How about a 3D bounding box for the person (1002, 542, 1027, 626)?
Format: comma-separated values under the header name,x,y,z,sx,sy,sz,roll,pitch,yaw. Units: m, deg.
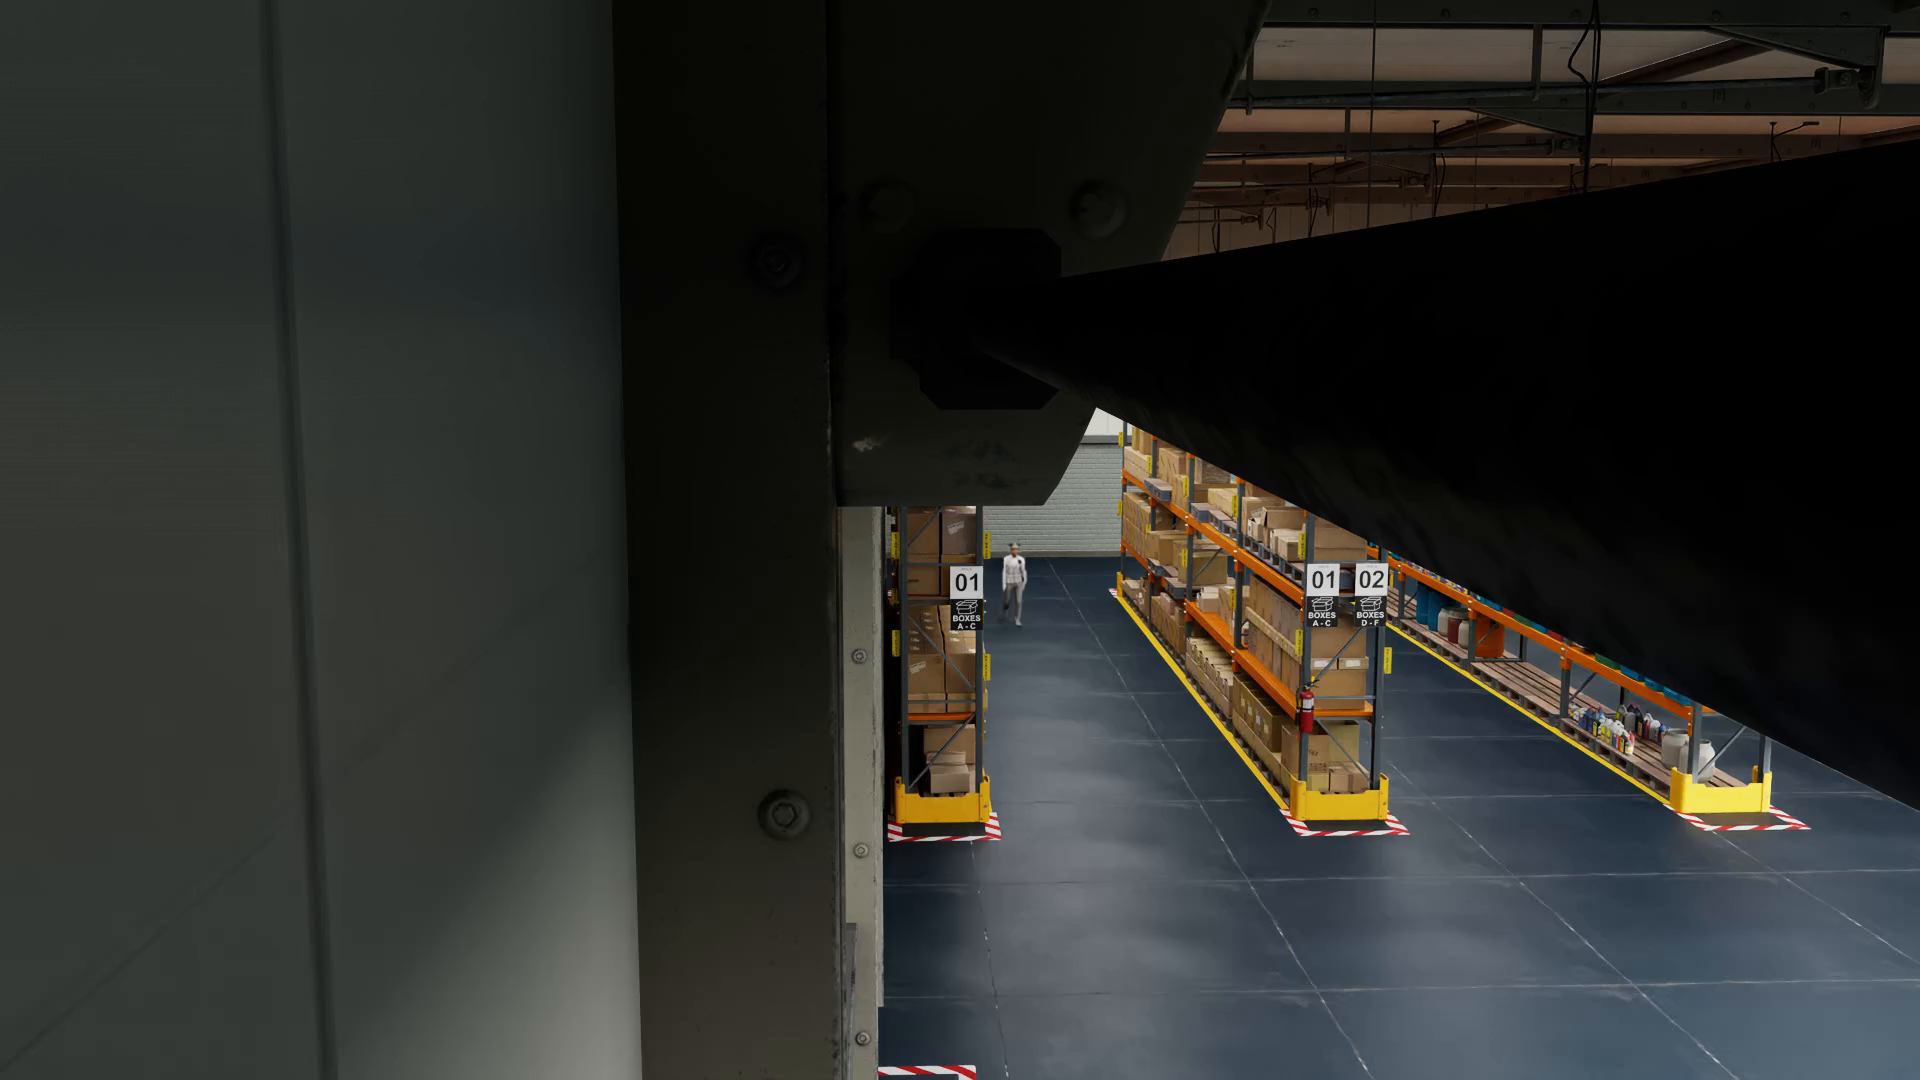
name,x,y,z,sx,sy,sz,roll,pitch,yaw
person,1.080,0.847,33.156,0.504,1.655,0.707,-1,8,-5
